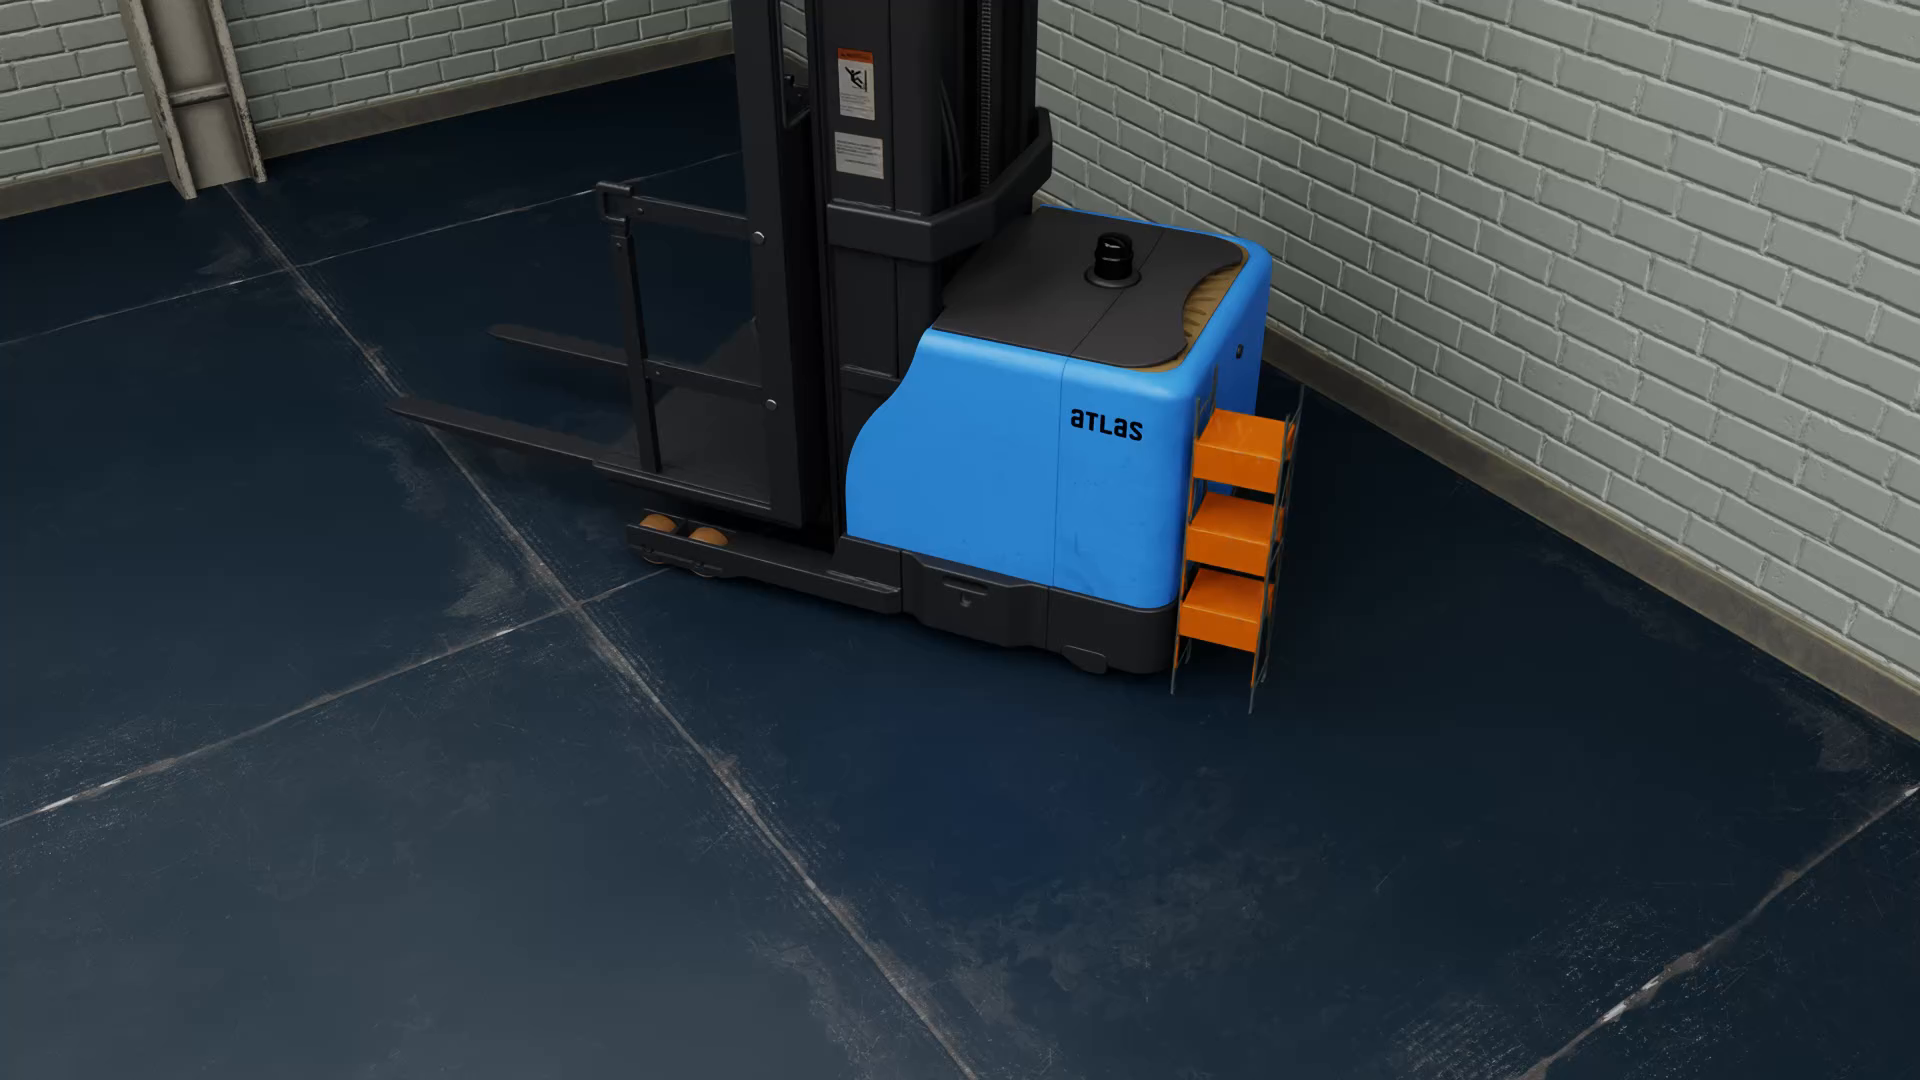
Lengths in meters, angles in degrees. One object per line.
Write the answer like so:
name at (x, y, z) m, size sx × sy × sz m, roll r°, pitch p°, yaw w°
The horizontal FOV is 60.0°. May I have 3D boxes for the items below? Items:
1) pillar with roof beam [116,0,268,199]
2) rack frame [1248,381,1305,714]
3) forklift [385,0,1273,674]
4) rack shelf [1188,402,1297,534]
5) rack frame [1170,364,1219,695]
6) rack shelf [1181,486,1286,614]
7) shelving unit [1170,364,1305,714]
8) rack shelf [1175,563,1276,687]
pillar with roof beam at (-1.190, -3.384, 2.748) m, size 0.400 × 9.000 × 9.100 m, roll -22°, pitch 41°, yaw -28°
rack frame at (0.909, 0.044, 4.786) m, size 0.008 × 1.050 × 0.200 m, roll 13°, pitch 38°, yaw 18°
forklift at (-0.573, -1.332, 5.092) m, size 3.031 × 2.935 × 1.130 m, roll 14°, pitch 38°, yaw 19°
rack shelf at (0.794, -0.204, 4.665) m, size 0.240 × 0.259 × 0.215 m, roll 13°, pitch 38°, yaw 18°
rack frame at (0.683, -0.008, 4.862) m, size 0.008 × 1.050 × 0.200 m, roll 13°, pitch 38°, yaw 18°
rack shelf at (0.796, 0.027, 4.830) m, size 0.240 × 0.259 × 0.215 m, roll 13°, pitch 38°, yaw 18°
shelving unit at (0.796, 0.018, 4.824) m, size 0.252 × 1.050 × 0.215 m, roll 13°, pitch 38°, yaw 18°
rack shelf at (0.797, 0.253, 4.992) m, size 0.240 × 0.259 × 0.215 m, roll 13°, pitch 38°, yaw 18°
